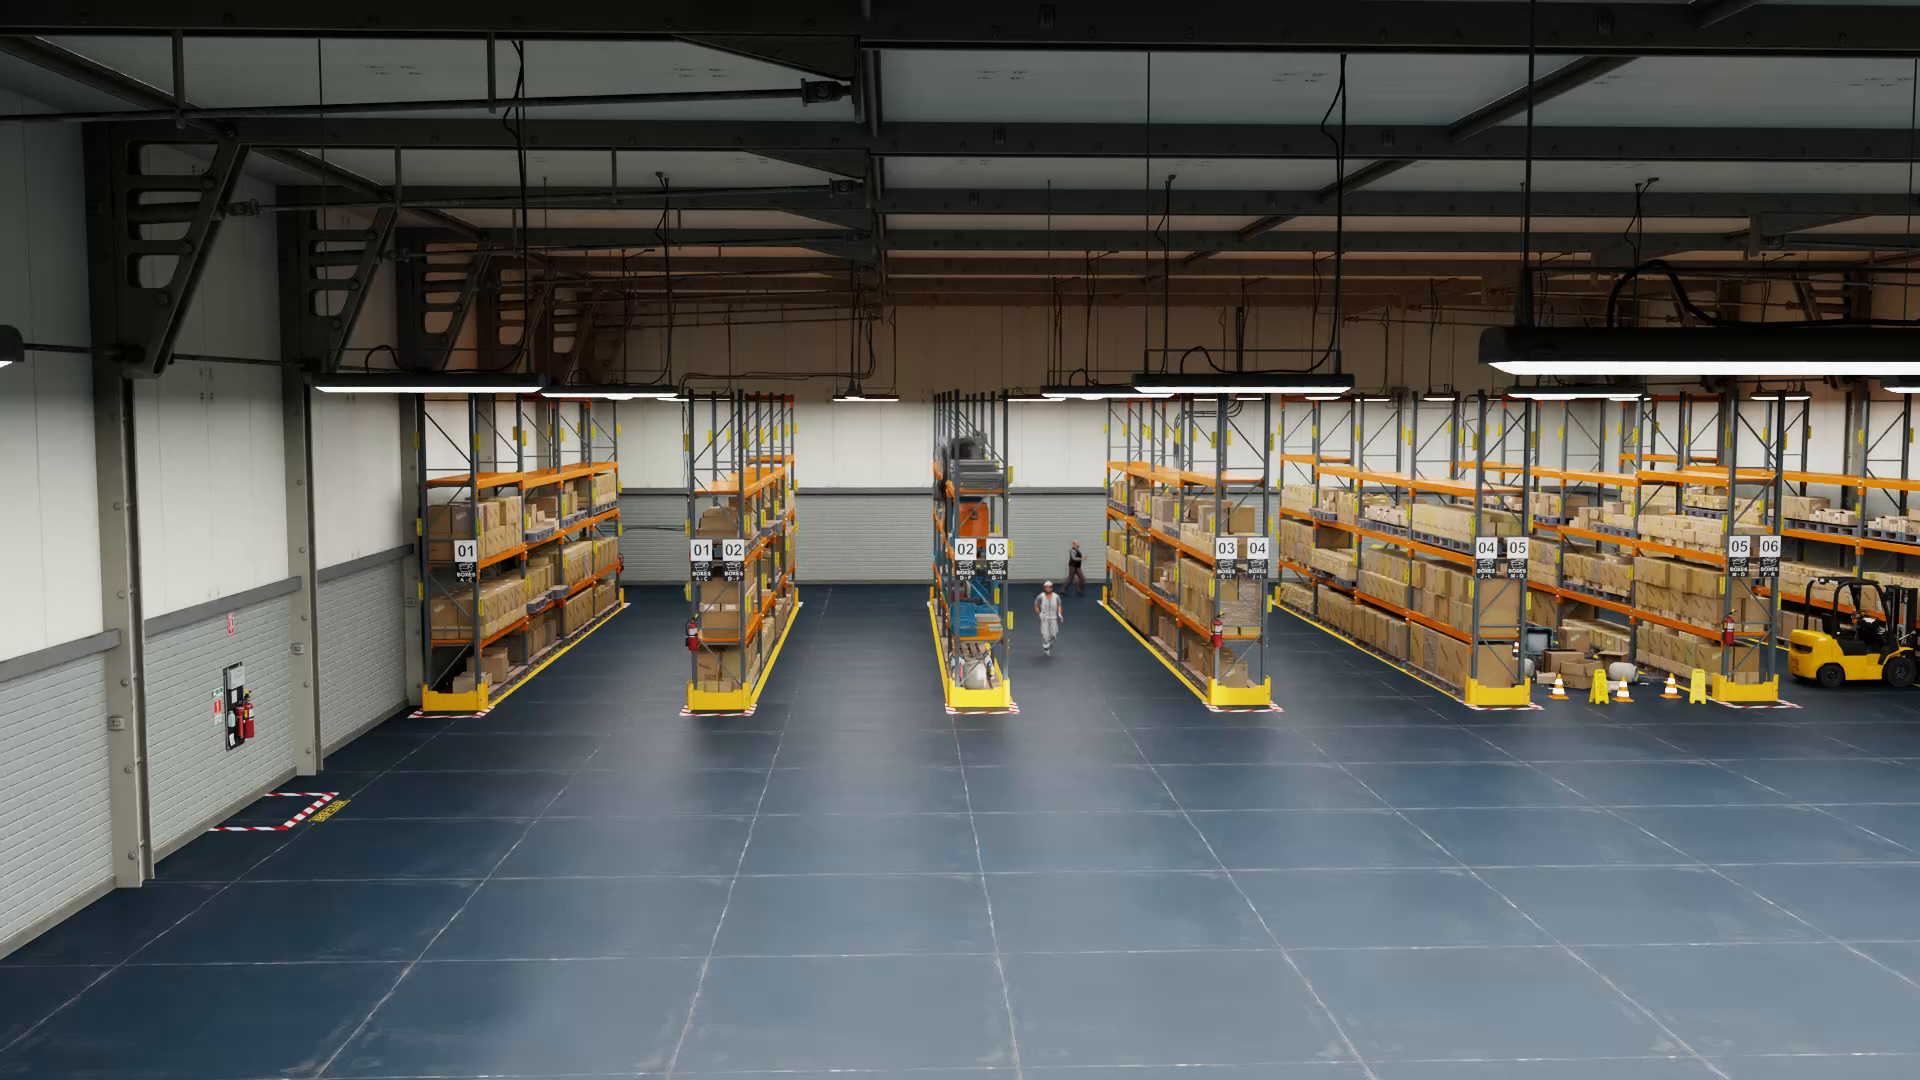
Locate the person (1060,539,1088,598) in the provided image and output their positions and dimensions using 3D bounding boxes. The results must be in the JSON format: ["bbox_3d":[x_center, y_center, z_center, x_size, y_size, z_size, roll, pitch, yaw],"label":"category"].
[{"bbox_3d":[3.381,0.856,49.164,0.848,1.782,0.645,2,5,20],"label":"person"}]

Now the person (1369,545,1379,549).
[{"bbox_3d":[11.816,0.995,47.281,0.946,1.729,0.718,4,6,39],"label":"person"}]

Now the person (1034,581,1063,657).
[{"bbox_3d":[2.006,1.789,37.694,0.650,1.728,0.630,-1,5,-10],"label":"person"}]

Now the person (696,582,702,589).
[{"bbox_3d":[-7.528,0.898,48.475,0.913,1.708,0.653,0,5,6],"label":"person"}]

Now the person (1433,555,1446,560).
[{"bbox_3d":[14.266,0.927,49.205,0.571,1.589,0.593,0,5,2],"label":"person"}]
